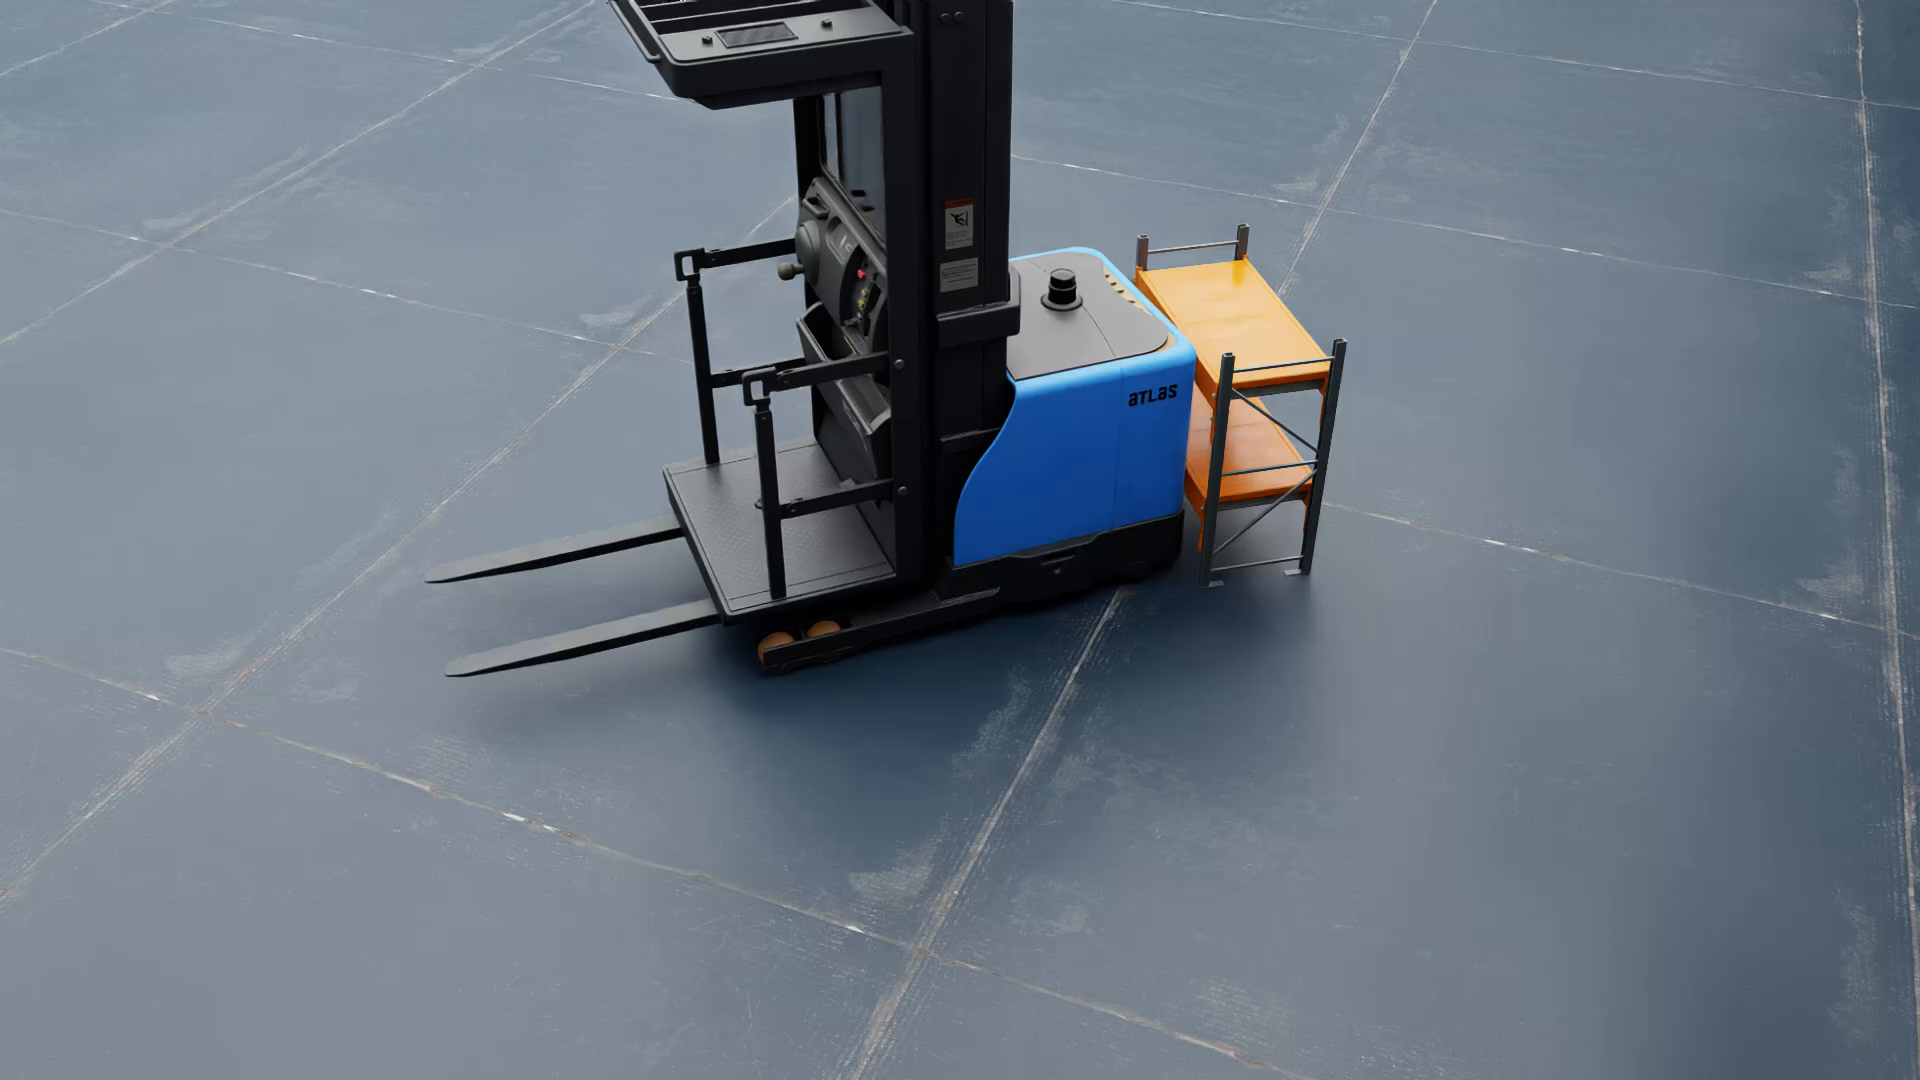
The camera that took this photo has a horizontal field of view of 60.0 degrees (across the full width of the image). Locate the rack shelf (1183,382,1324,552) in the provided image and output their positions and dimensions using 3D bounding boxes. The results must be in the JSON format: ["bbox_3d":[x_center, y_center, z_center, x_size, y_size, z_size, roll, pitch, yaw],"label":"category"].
[{"bbox_3d":[1.124,-0.387,7.236,0.538,0.278,1.000,-8,38,-11],"label":"rack shelf"}]

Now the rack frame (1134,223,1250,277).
[{"bbox_3d":[1.005,-0.878,7.486,0.500,1.125,0.032,-8,38,-11],"label":"rack frame"}]

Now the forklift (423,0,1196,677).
[{"bbox_3d":[-0.630,-1.005,6.147,3.031,2.935,1.130,-13,39,-17],"label":"forklift"}]

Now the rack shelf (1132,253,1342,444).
[{"bbox_3d":[1.124,-0.817,6.914,0.538,0.278,1.000,-8,38,-11],"label":"rack shelf"}]

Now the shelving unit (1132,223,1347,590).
[{"bbox_3d":[1.124,-0.582,7.090,0.538,1.125,1.048,-8,38,-11],"label":"shelving unit"}]

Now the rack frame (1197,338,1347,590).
[{"bbox_3d":[1.242,-0.286,6.694,0.500,1.125,0.032,-8,38,-11],"label":"rack frame"}]
